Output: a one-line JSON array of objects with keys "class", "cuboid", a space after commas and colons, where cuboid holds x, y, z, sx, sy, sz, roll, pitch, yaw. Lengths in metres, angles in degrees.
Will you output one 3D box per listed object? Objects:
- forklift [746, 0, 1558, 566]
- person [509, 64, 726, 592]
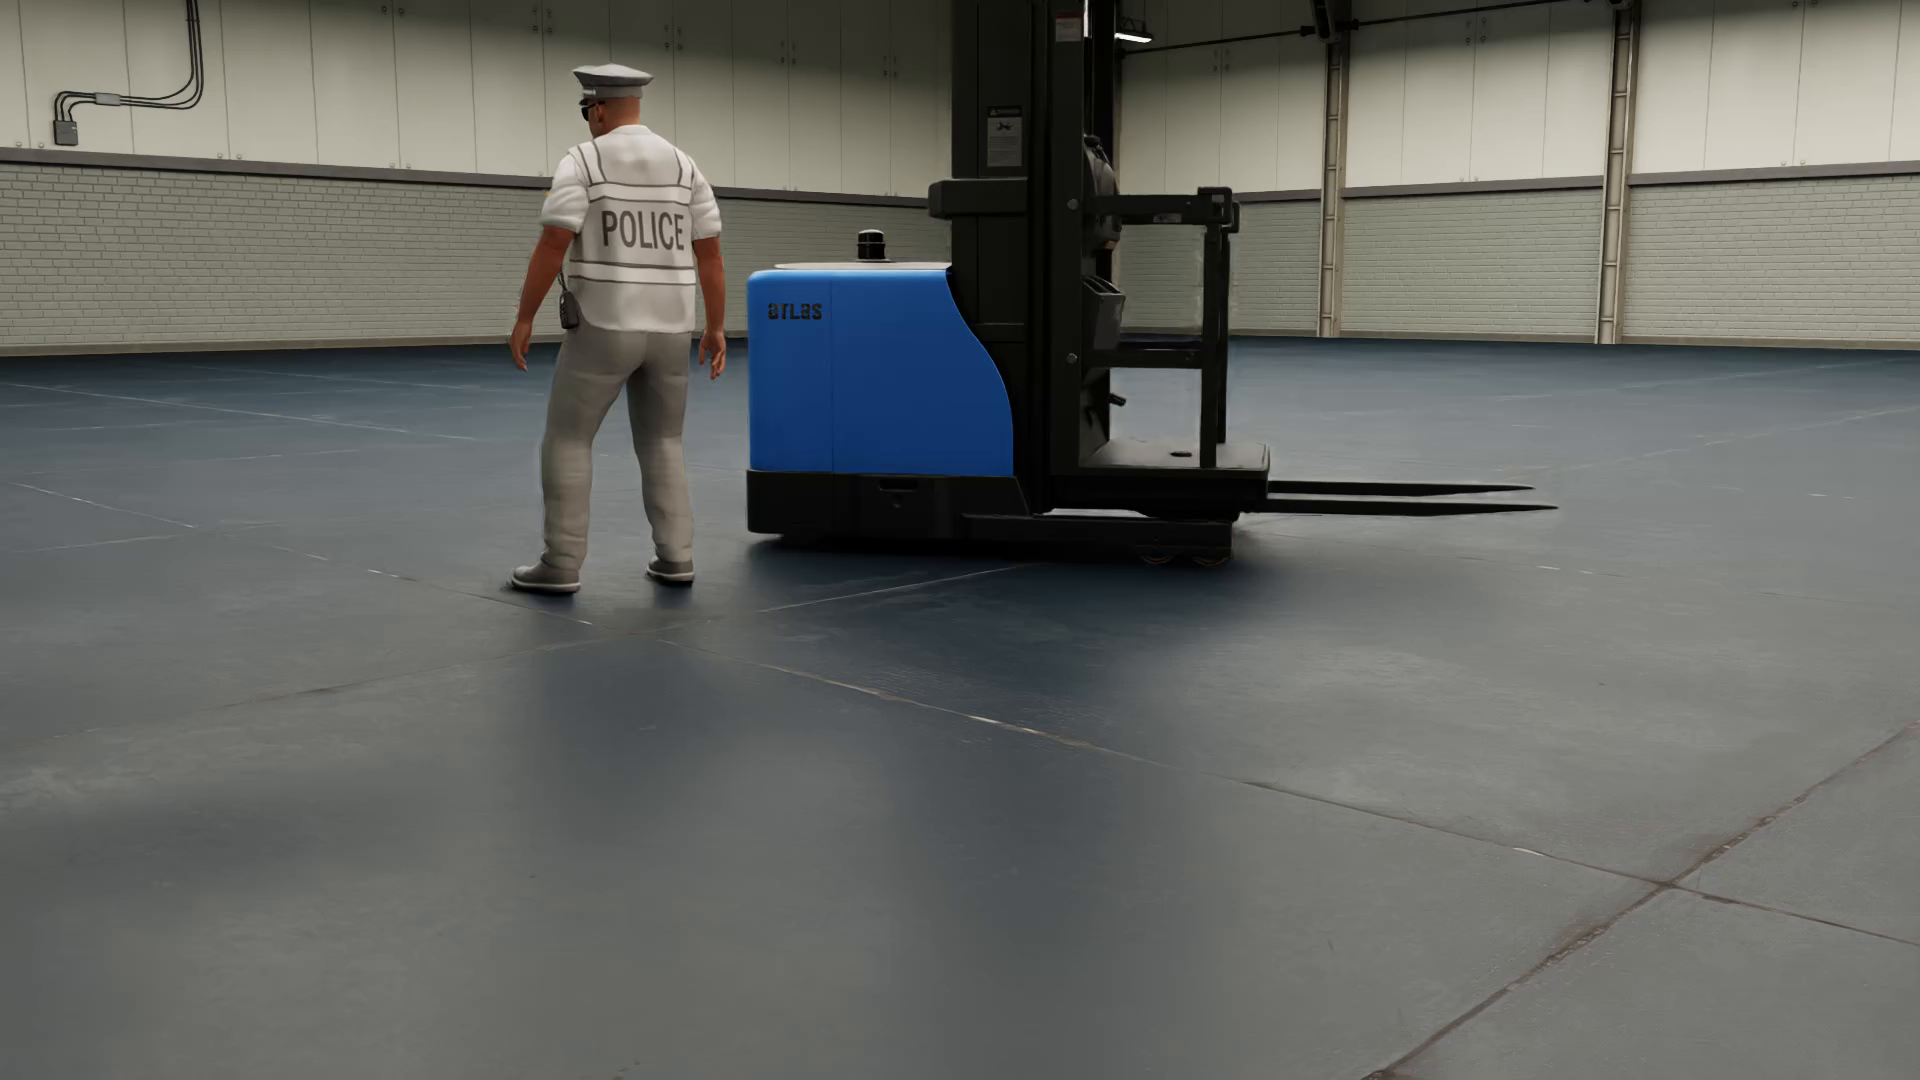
[{"class": "forklift", "cuboid": [0.738, -1.439, 6.432, 3.031, 2.935, 1.130, 2, 9, 11]}, {"class": "person", "cuboid": [-1.139, -0.713, 5.604, 0.735, 1.741, 0.445, -6, 11, -36]}]
